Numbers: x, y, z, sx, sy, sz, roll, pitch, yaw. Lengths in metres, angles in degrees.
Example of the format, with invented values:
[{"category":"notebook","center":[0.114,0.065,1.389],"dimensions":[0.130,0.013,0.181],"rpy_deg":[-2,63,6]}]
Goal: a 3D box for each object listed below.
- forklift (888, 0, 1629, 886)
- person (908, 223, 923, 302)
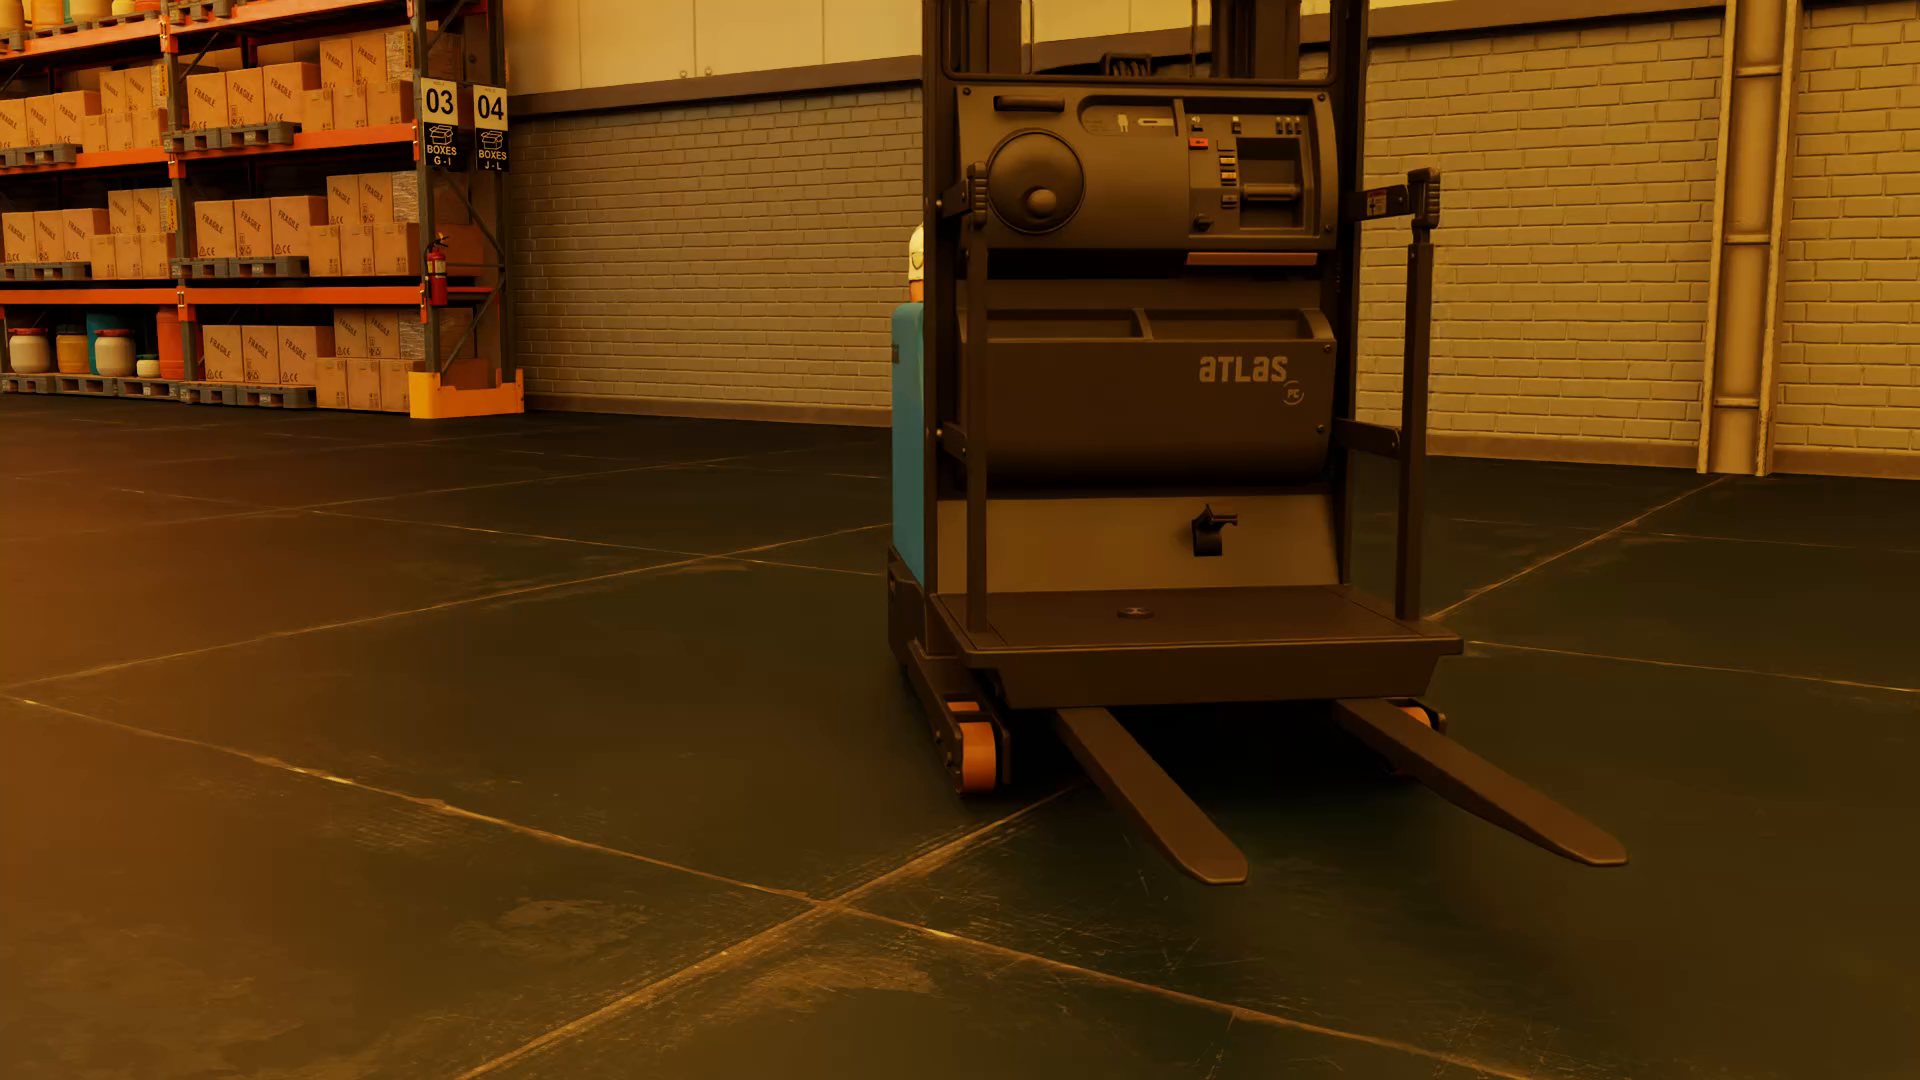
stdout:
[{"category":"forklift","center":[0.487,-0.942,3.814],"dimensions":[1.130,2.935,3.031],"rpy_deg":[-1,8,-8]},{"category":"person","center":[0.051,-0.825,7.424],"dimensions":[0.529,1.670,0.598],"rpy_deg":[5,10,34]}]
